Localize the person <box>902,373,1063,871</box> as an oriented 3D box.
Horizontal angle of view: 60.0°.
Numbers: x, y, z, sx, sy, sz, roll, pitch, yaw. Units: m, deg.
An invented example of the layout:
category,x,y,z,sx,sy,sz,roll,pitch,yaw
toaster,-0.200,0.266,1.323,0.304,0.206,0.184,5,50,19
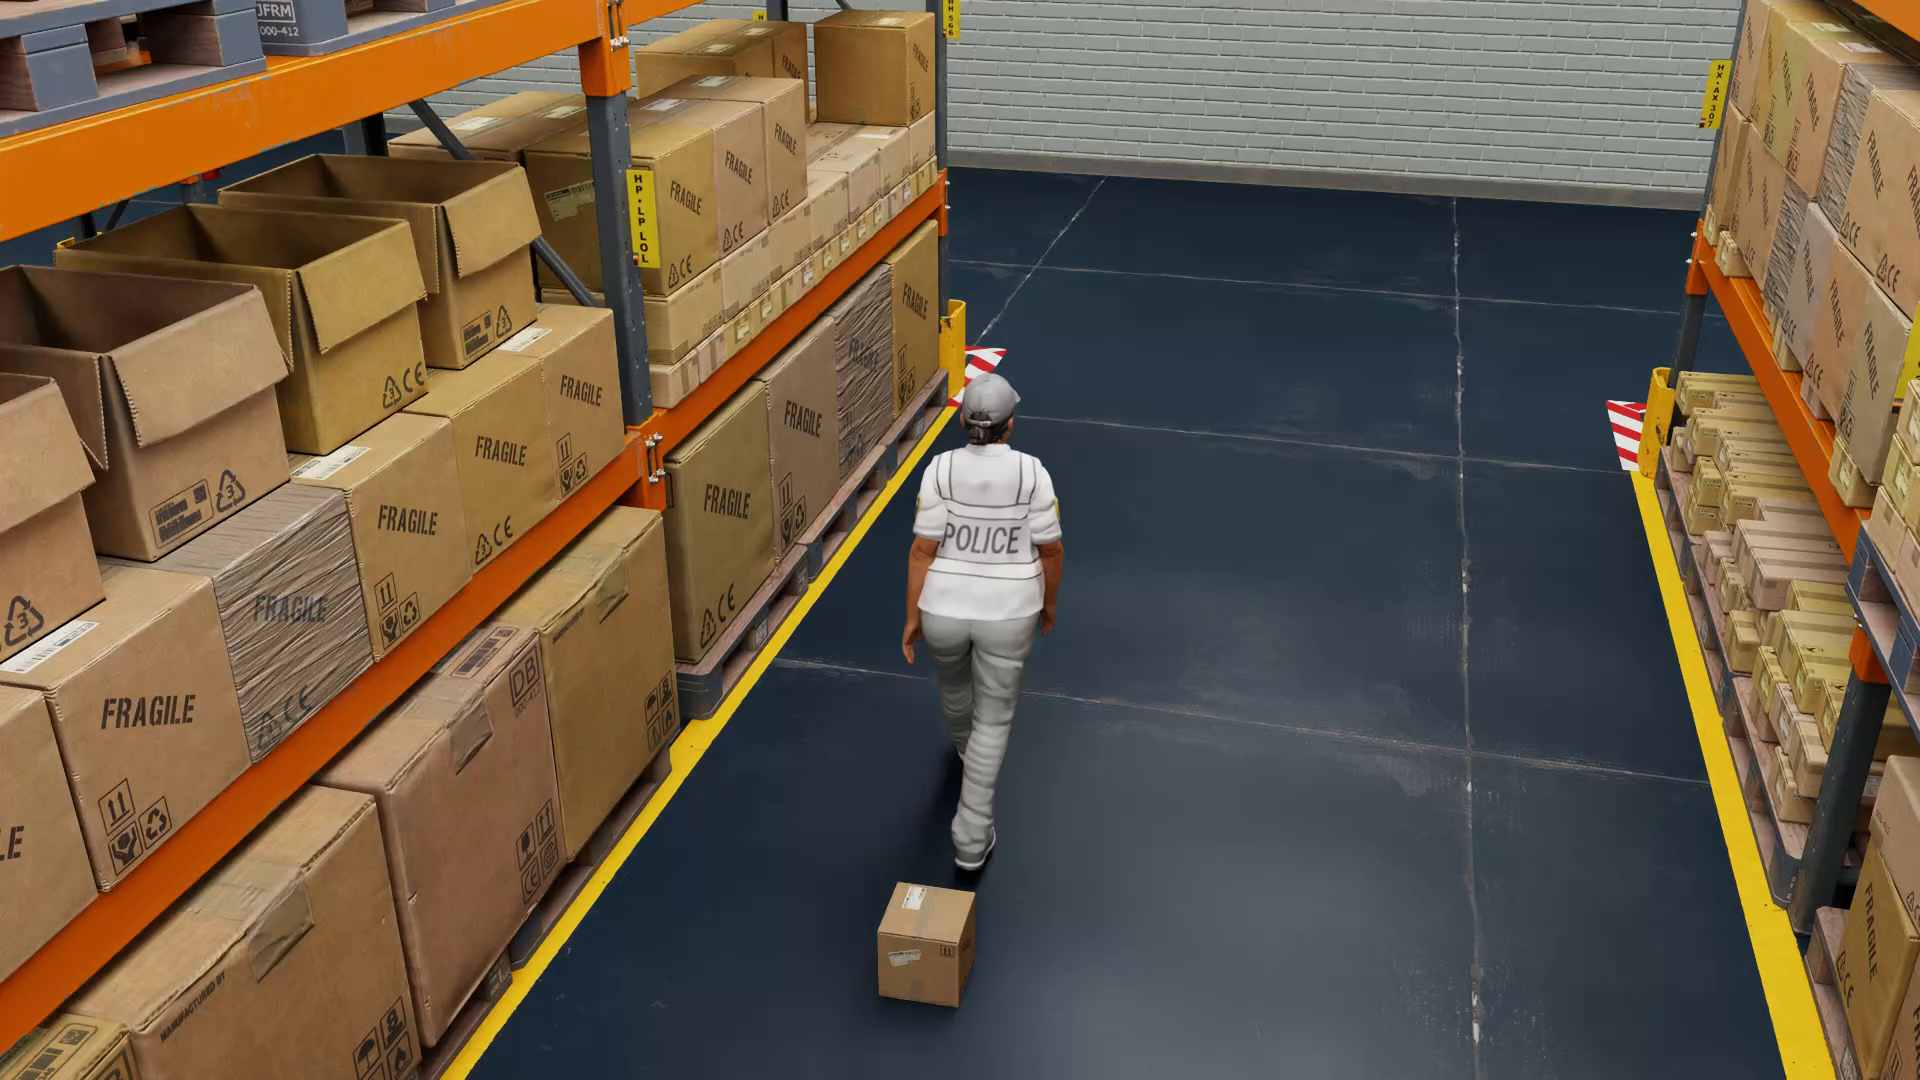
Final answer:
category,x,y,z,sx,sy,sz,roll,pitch,yaw
person,0.094,0.208,5.663,0.506,1.598,0.963,5,26,11
